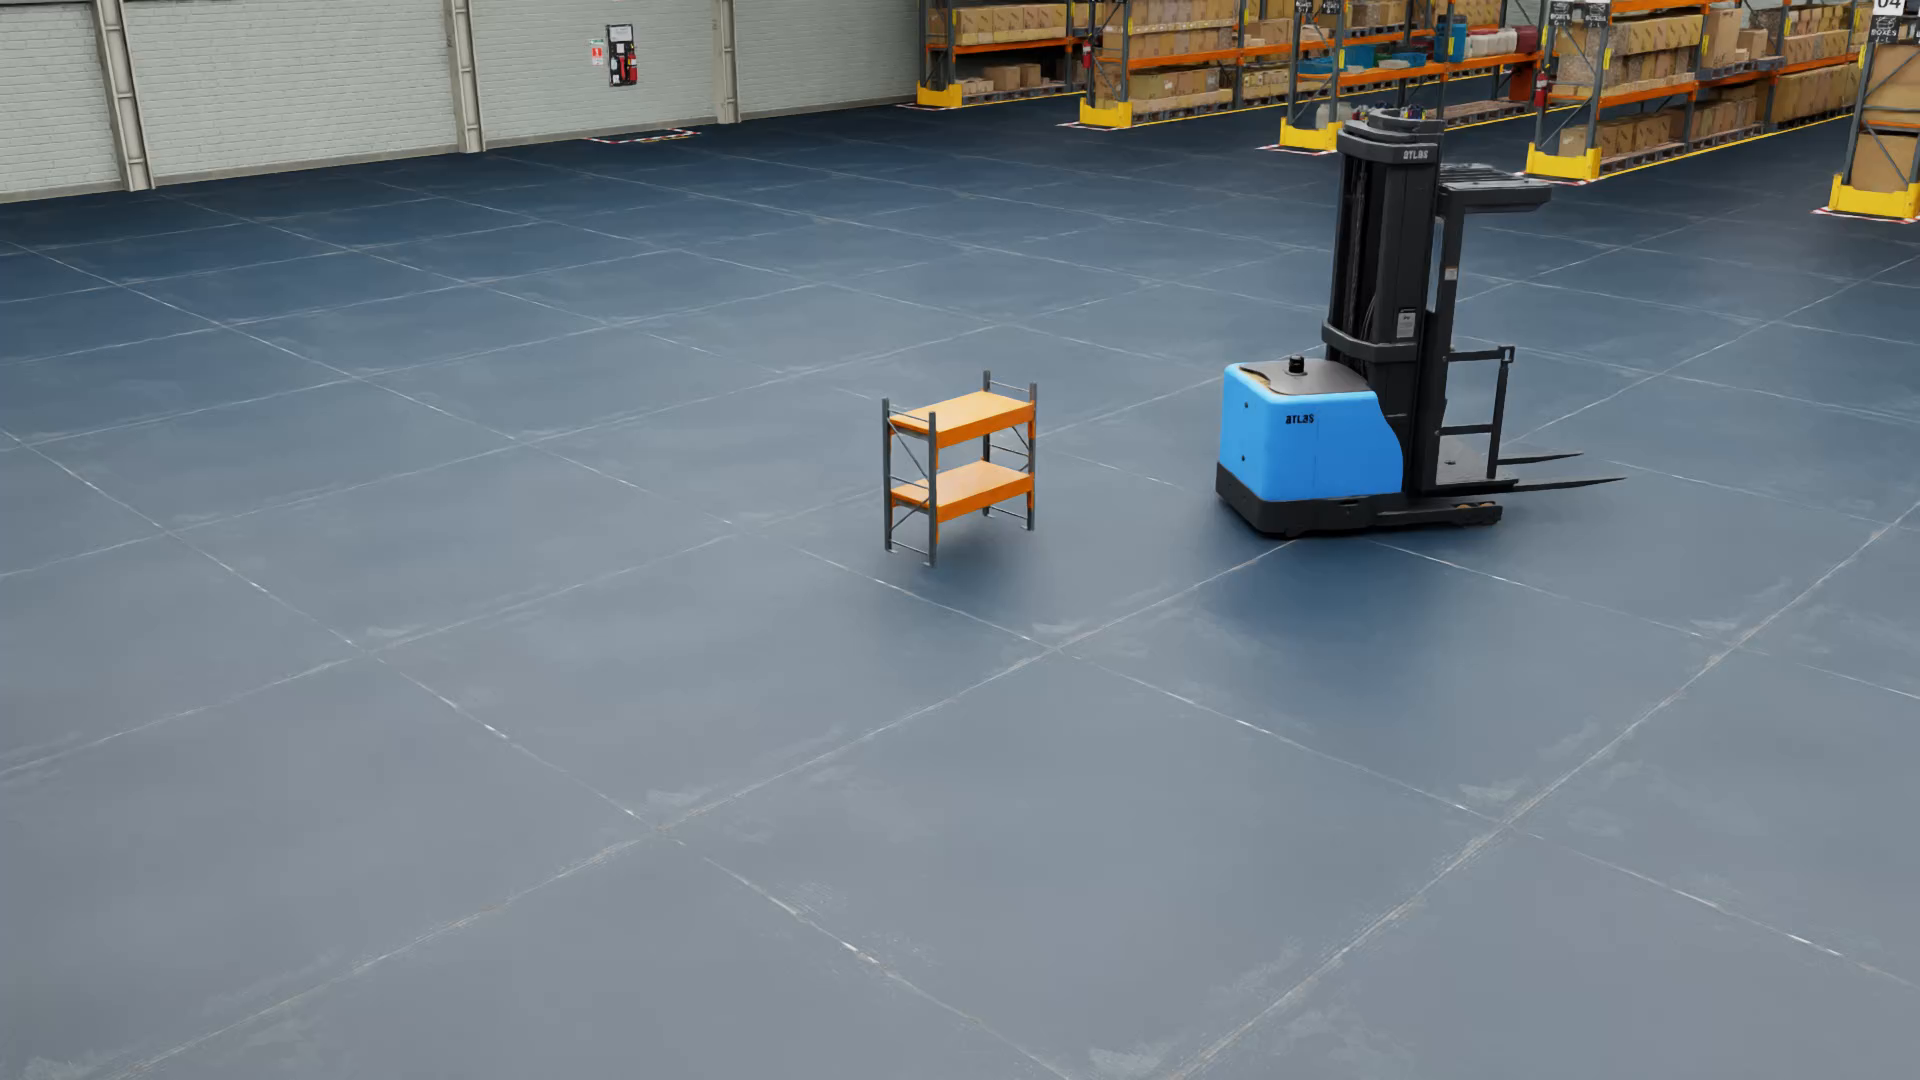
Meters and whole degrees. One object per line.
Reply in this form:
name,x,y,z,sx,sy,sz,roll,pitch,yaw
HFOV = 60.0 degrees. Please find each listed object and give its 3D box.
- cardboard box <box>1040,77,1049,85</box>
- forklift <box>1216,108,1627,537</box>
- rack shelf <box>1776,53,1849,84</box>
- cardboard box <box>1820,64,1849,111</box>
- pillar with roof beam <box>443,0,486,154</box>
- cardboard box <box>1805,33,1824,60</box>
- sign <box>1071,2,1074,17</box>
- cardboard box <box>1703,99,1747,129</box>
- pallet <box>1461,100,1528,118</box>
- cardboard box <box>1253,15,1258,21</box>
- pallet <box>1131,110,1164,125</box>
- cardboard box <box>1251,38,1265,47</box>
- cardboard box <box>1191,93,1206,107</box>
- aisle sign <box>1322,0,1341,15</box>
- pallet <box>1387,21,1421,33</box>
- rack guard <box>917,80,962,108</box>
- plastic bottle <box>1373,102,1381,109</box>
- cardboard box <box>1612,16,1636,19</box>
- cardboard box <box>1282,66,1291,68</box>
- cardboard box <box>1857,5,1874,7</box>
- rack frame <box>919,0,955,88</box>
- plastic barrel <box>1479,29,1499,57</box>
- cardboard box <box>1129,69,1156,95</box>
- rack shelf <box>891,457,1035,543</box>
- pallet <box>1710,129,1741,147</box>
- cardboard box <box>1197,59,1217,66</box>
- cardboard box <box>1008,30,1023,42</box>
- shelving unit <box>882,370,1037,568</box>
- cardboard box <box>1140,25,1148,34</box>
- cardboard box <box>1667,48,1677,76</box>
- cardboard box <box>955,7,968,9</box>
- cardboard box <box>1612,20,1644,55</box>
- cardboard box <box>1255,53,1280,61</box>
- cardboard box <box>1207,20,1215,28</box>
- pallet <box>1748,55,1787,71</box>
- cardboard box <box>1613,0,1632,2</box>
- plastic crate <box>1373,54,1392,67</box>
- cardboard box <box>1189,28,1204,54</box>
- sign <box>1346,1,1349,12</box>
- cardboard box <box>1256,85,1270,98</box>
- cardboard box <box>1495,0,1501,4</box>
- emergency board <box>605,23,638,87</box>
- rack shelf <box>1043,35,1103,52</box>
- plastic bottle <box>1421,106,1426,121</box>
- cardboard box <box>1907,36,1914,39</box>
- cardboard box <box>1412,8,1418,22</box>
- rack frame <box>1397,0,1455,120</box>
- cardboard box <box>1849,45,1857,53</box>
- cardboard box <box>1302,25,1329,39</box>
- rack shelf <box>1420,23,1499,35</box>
cardboard box,1.919,-11.041,39.955,0.380,0.166,0.250,15,26,34
forklift,3.550,-1.642,12.261,3.031,2.935,1.130,-4,21,-11
rack shelf,17.104,-9.790,34.368,1.077,0.370,4.000,19,28,41
cardboard box,18.067,-9.675,35.442,1.225,0.875,0.875,19,28,41
pillar with roof beam,-5.937,-10.309,26.354,9.100,9.000,0.400,19,28,41
cardboard box,17.306,-10.109,34.056,0.500,0.500,0.500,19,28,41
sign,2.665,-12.573,39.399,0.100,0.325,0.005,19,28,41
cardboard box,14.878,-8.328,32.431,0.700,0.500,0.500,16,26,36
pallet,11.592,-9.361,36.134,1.003,0.211,1.213,19,28,41
cardboard box,7.819,-14.094,44.884,0.380,0.149,0.250,20,28,41
pallet,3.536,-8.941,35.043,1.003,0.211,1.213,19,28,41
cardboard box,6.588,-11.124,37.184,0.380,0.149,0.250,19,28,41
cardboard box,4.962,-9.545,35.973,0.500,0.250,0.500,19,28,41
aisle sign,6.739,-9.917,30.071,0.394,0.787,0.004,19,28,41
pallet,10.768,-12.853,41.601,1.003,0.211,1.213,19,28,41
rack guard,-0.466,-10.128,37.727,1.175,0.500,0.348,19,28,41
plastic bottle,8.377,-8.640,33.452,0.144,0.351,0.185,18,27,38
cardboard box,11.384,-8.795,28.829,0.500,0.500,0.500,19,28,41
cardboard box,7.712,-10.806,38.474,0.500,0.311,0.500,19,28,40
cardboard box,19.725,-11.378,36.245,0.500,0.500,0.500,18,28,39
rack frame,-0.519,-11.275,37.228,1.000,3.000,0.127,19,28,41
plastic barrel,11.008,-10.378,34.704,0.433,0.535,0.433,0,21,0
cardboard box,3.881,-9.772,35.519,0.500,0.500,0.500,19,28,41
rack shelf,0.005,-0.299,11.965,0.538,0.278,1.000,19,28,41
pallet,14.311,-7.798,32.068,1.003,0.211,1.213,19,28,41
cardboard box,6.284,-12.904,43.876,0.750,0.750,0.750,19,28,40
cardboard box,1.115,-11.656,38.400,0.500,0.250,0.500,20,28,41
shelving unit,0.005,-0.527,11.877,0.538,1.125,1.048,19,28,41
cardboard box,3.643,-10.501,34.171,0.380,0.149,0.250,18,28,39
cardboard box,12.186,-8.549,29.583,0.875,0.500,0.500,19,28,41
cardboard box,0.016,-11.865,37.900,0.500,0.500,0.500,-20,29,-41
cardboard box,11.060,-8.408,27.821,0.500,0.500,0.500,19,28,41
cardboard box,8.447,-13.555,46.059,0.700,0.500,0.500,20,29,41
cardboard box,5.250,-11.091,35.707,0.380,0.149,0.250,19,28,41
pallet,15.288,-9.313,32.390,1.213,0.211,1.003,19,28,41
cardboard box,10.649,-8.945,27.194,0.500,0.250,0.500,-19,28,-40
plastic crate,8.220,-9.446,32.766,0.450,0.188,0.662,19,28,41
cardboard box,4.802,-10.730,35.671,0.500,0.500,0.700,-20,28,-41
sign,9.013,-12.495,38.788,0.100,0.325,0.005,19,28,41
cardboard box,6.639,-10.149,37.547,0.500,0.250,0.500,-19,28,-41
cardboard box,14.081,-14.479,44.031,0.500,0.500,0.500,19,28,40
emergency board,-6.588,-9.503,32.618,0.194,1.169,0.643,19,28,41
rack shelf,3.666,-12.481,41.369,1.077,0.370,4.000,19,28,41
plastic bottle,9.270,-8.555,33.323,0.133,0.283,0.061,-18,28,-39
cardboard box,14.980,-7.391,25.409,0.875,0.550,0.500,19,28,41
cardboard box,11.569,-13.360,42.513,0.500,0.500,0.500,-20,28,-41
rack frame,9.369,-9.823,33.452,1.000,3.000,0.127,19,28,41
cardboard box,18.944,-10.516,35.603,0.380,0.149,0.250,19,28,41
cardboard box,8.328,-11.968,39.156,0.500,0.311,0.500,-18,27,-39
rack shelf,12.799,-13.299,43.496,1.077,0.370,4.000,19,28,41
